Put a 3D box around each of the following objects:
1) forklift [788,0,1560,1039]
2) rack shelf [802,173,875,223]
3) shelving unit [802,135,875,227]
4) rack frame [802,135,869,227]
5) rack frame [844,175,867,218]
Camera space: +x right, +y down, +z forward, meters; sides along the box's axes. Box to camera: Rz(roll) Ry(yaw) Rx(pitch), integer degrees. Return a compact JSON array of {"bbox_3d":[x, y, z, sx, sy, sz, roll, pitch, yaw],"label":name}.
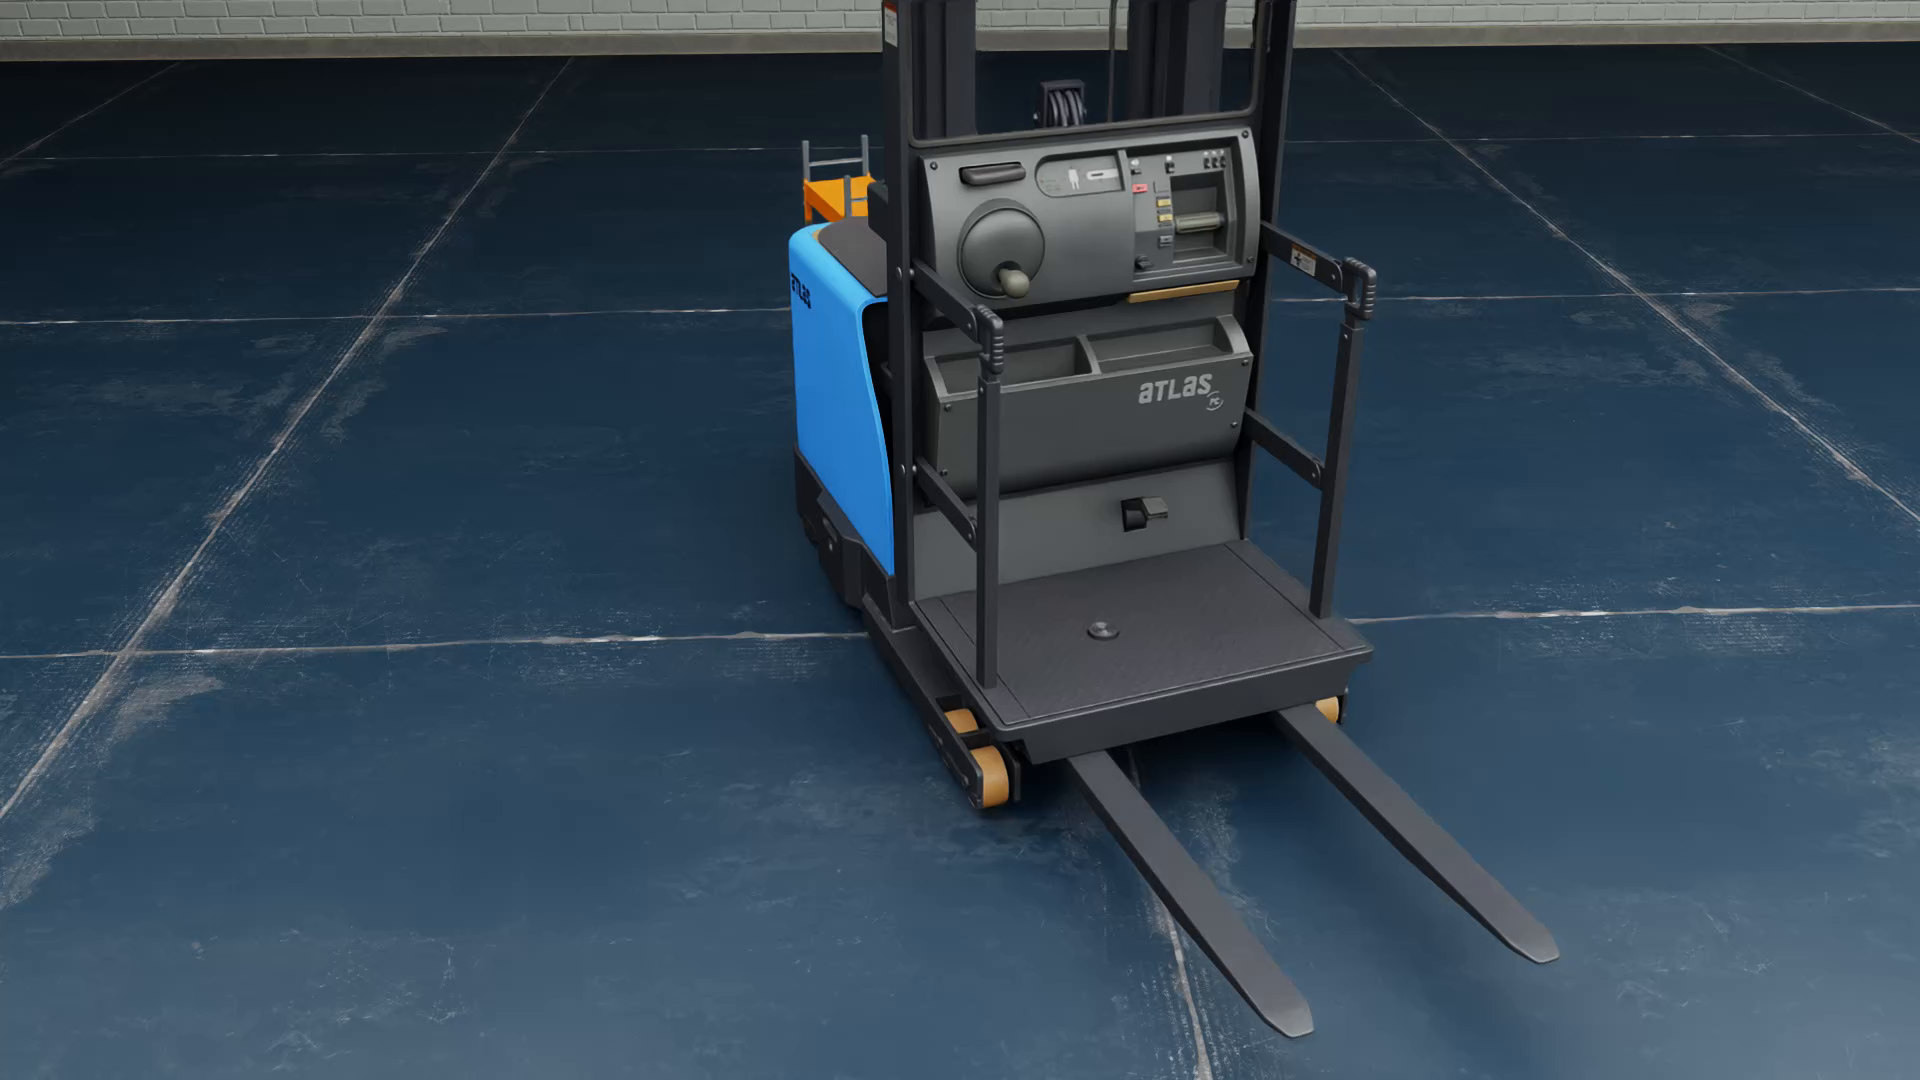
[{"bbox_3d":[0.433,-0.808,4.130,1.130,2.935,3.031,-10,29,-19],"label":"forklift"},{"bbox_3d":[-0.354,-1.131,5.771,0.258,0.148,0.480,-10,29,-19],"label":"rack shelf"},{"bbox_3d":[-0.354,-0.783,5.953,0.258,1.200,0.503,-10,29,-19],"label":"shelving unit"},{"bbox_3d":[-0.442,-0.888,6.155,0.240,1.200,0.015,-10,29,-19],"label":"rack frame"},{"bbox_3d":[-0.267,-0.677,5.751,0.240,1.200,0.015,-10,29,-19],"label":"rack frame"}]
